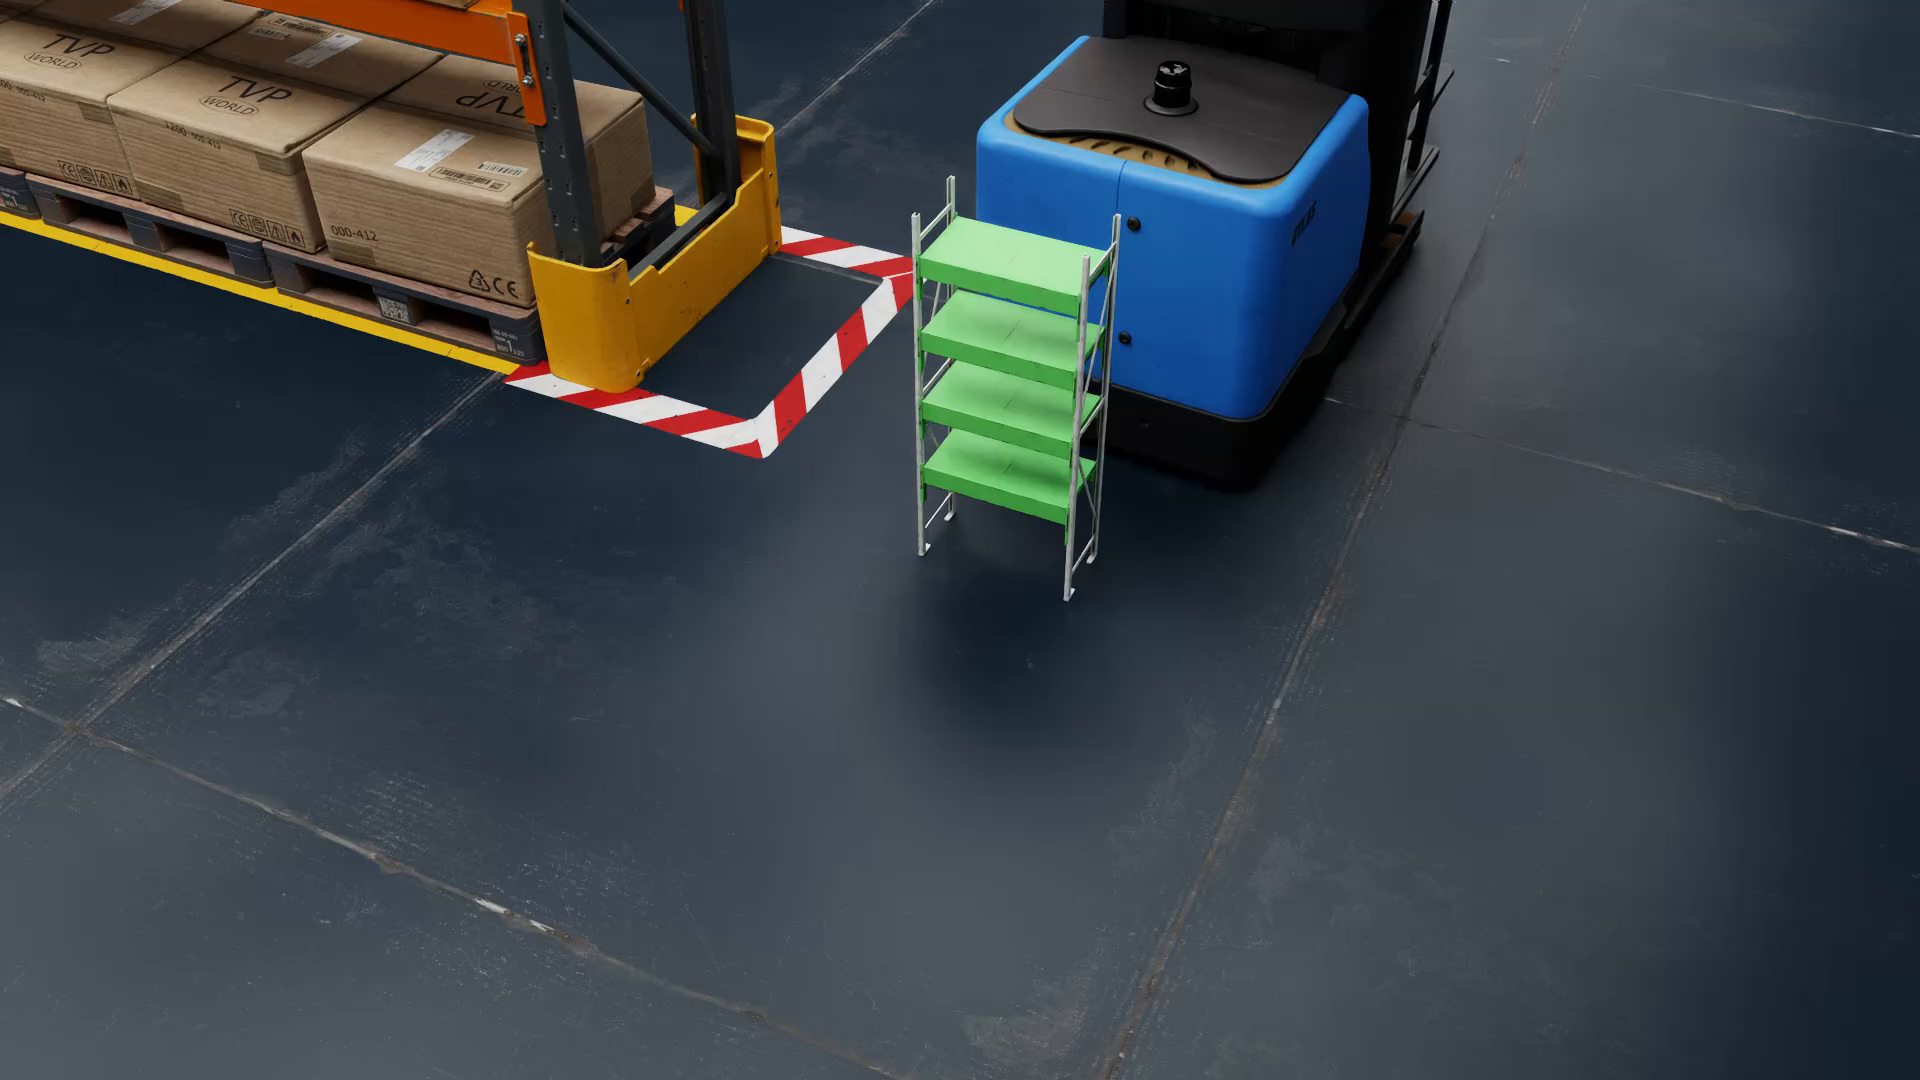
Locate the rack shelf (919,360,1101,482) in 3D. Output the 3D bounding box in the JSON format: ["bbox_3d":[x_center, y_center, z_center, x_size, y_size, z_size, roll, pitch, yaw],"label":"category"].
[{"bbox_3d":[0.150,-0.359,4.846,0.480,0.148,0.258,17,44,19],"label":"rack shelf"}]

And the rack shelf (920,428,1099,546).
[{"bbox_3d":[0.150,-0.178,5.003,0.480,0.148,0.258,17,44,19],"label":"rack shelf"}]

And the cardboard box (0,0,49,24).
[{"bbox_3d":[-4.209,-2.095,7.012,0.875,0.438,0.875,16,44,18],"label":"cardboard box"}]

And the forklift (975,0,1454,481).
[{"bbox_3d":[1.168,-2.255,5.614,1.130,2.935,3.031,19,44,21],"label":"forklift"}]

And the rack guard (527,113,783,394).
[{"bbox_3d":[-1.086,-1.083,6.118,0.348,0.500,1.175,17,44,19],"label":"rack guard"}]

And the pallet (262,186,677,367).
[{"bbox_3d":[-1.865,-1.155,6.422,1.213,0.211,1.003,17,44,19],"label":"pallet"}]

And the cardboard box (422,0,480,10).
[{"bbox_3d":[-1.656,-2.048,5.247,0.500,0.500,0.500,17,44,19],"label":"cardboard box"}]

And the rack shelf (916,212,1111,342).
[{"bbox_3d":[0.150,-0.722,4.532,0.480,0.148,0.258,17,44,19],"label":"rack shelf"}]

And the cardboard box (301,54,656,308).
[{"bbox_3d":[-1.748,-1.348,6.151,0.875,0.438,0.875,16,43,17],"label":"cardboard box"}]

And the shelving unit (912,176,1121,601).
[{"bbox_3d":[0.150,-0.408,4.804,0.503,1.200,0.258,17,44,19],"label":"shelving unit"}]

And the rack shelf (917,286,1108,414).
[{"bbox_3d":[0.150,-0.541,4.689,0.480,0.148,0.258,17,44,19],"label":"rack shelf"}]

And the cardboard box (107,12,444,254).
[{"bbox_3d":[-2.581,-1.597,6.437,0.875,0.438,0.875,18,44,20],"label":"cardboard box"}]

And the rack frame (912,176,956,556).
[{"bbox_3d":[-0.071,-0.475,4.882,0.015,1.200,0.240,17,44,19],"label":"rack frame"}]

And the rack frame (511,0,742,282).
[{"bbox_3d":[-1.107,-2.034,5.307,0.127,3.000,1.000,17,44,19],"label":"rack frame"}]

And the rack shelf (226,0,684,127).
[{"bbox_3d":[-2.920,-2.316,6.181,4.000,0.370,1.077,17,44,19],"label":"rack shelf"}]

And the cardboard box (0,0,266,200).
[{"bbox_3d":[-3.397,-1.847,6.727,0.875,0.438,0.875,16,43,17],"label":"cardboard box"}]

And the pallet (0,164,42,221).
[{"bbox_3d":[-4.076,-1.831,7.201,1.213,0.211,1.003,17,44,19],"label":"pallet"}]

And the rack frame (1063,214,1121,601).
[{"bbox_3d":[0.371,-0.340,4.726,0.015,1.200,0.240,17,44,19],"label":"rack frame"}]

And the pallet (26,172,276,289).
[{"bbox_3d":[-2.967,-1.494,6.813,1.213,0.211,1.003,17,44,19],"label":"pallet"}]
